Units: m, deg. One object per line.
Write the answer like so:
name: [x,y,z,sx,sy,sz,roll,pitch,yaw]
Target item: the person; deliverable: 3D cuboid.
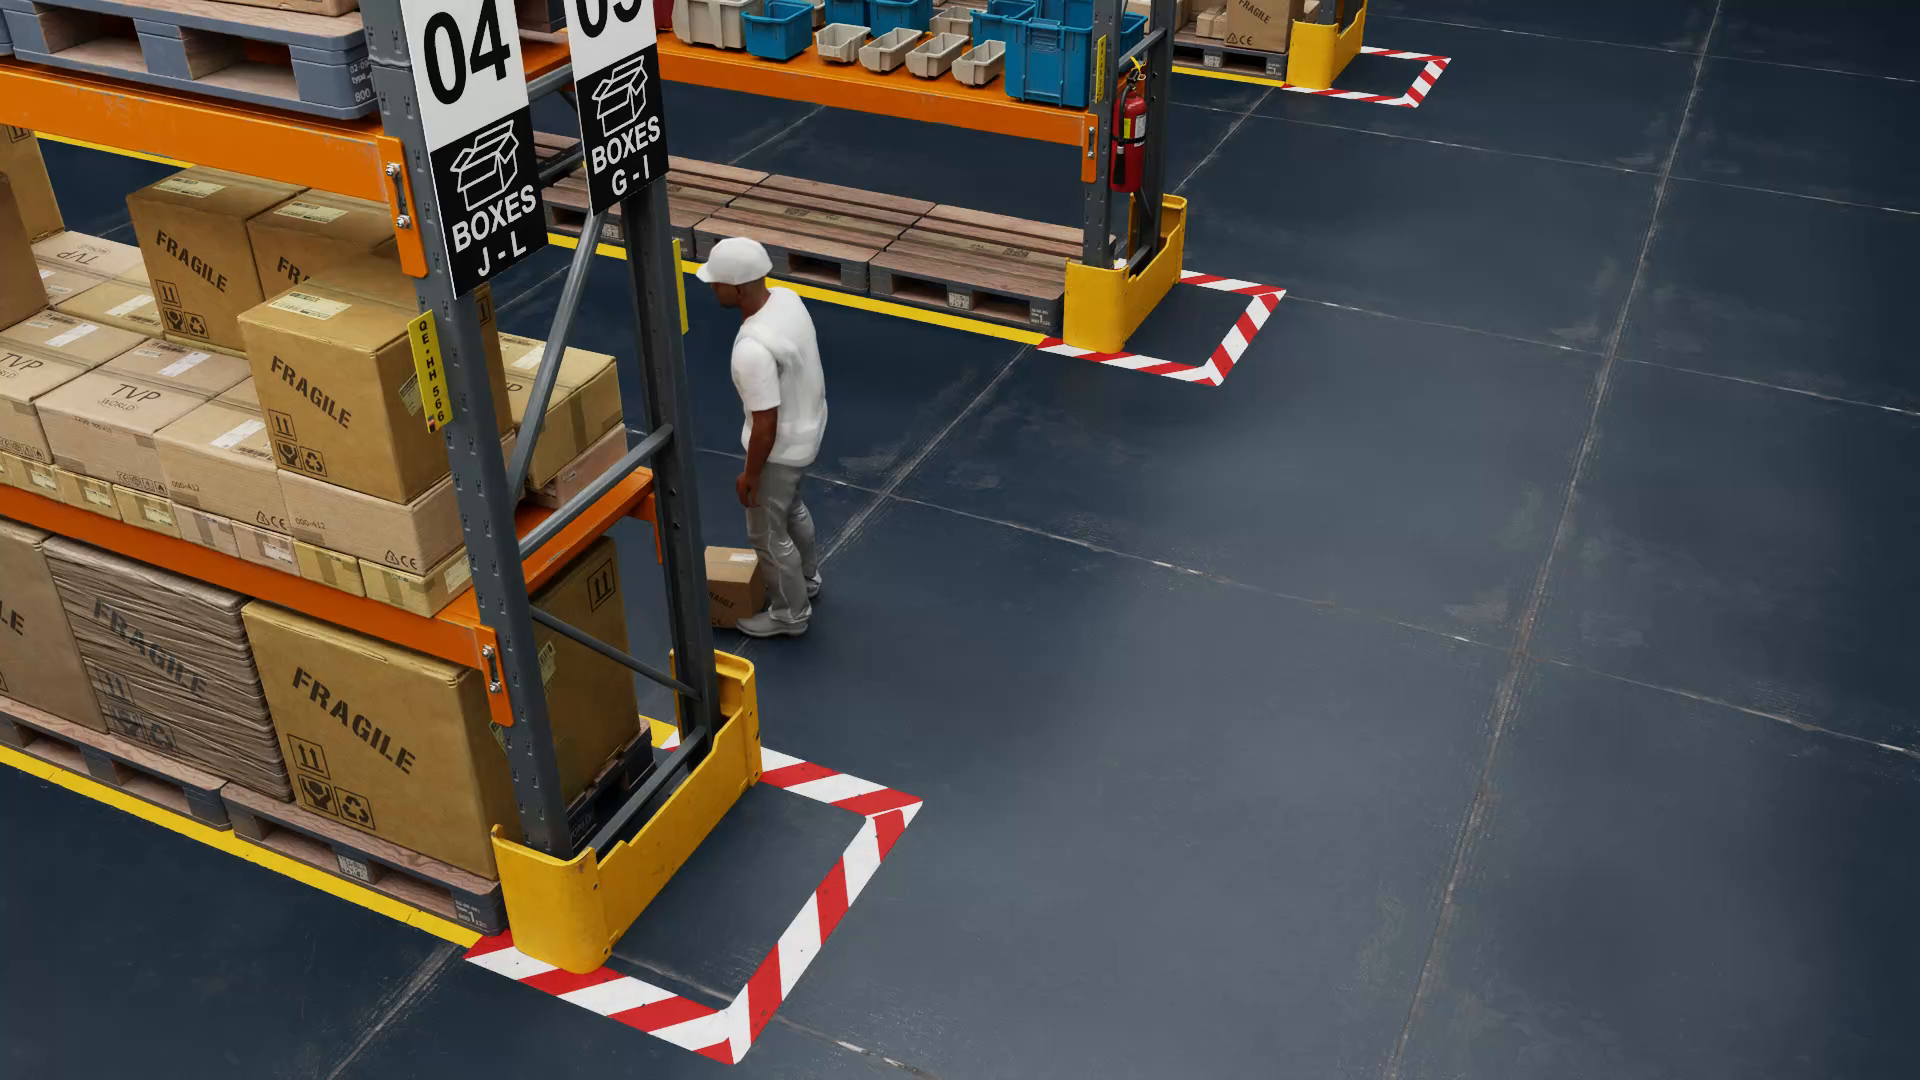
person: [-0.772,-0.410,6.744,0.461,1.761,0.637,5,34,7]
